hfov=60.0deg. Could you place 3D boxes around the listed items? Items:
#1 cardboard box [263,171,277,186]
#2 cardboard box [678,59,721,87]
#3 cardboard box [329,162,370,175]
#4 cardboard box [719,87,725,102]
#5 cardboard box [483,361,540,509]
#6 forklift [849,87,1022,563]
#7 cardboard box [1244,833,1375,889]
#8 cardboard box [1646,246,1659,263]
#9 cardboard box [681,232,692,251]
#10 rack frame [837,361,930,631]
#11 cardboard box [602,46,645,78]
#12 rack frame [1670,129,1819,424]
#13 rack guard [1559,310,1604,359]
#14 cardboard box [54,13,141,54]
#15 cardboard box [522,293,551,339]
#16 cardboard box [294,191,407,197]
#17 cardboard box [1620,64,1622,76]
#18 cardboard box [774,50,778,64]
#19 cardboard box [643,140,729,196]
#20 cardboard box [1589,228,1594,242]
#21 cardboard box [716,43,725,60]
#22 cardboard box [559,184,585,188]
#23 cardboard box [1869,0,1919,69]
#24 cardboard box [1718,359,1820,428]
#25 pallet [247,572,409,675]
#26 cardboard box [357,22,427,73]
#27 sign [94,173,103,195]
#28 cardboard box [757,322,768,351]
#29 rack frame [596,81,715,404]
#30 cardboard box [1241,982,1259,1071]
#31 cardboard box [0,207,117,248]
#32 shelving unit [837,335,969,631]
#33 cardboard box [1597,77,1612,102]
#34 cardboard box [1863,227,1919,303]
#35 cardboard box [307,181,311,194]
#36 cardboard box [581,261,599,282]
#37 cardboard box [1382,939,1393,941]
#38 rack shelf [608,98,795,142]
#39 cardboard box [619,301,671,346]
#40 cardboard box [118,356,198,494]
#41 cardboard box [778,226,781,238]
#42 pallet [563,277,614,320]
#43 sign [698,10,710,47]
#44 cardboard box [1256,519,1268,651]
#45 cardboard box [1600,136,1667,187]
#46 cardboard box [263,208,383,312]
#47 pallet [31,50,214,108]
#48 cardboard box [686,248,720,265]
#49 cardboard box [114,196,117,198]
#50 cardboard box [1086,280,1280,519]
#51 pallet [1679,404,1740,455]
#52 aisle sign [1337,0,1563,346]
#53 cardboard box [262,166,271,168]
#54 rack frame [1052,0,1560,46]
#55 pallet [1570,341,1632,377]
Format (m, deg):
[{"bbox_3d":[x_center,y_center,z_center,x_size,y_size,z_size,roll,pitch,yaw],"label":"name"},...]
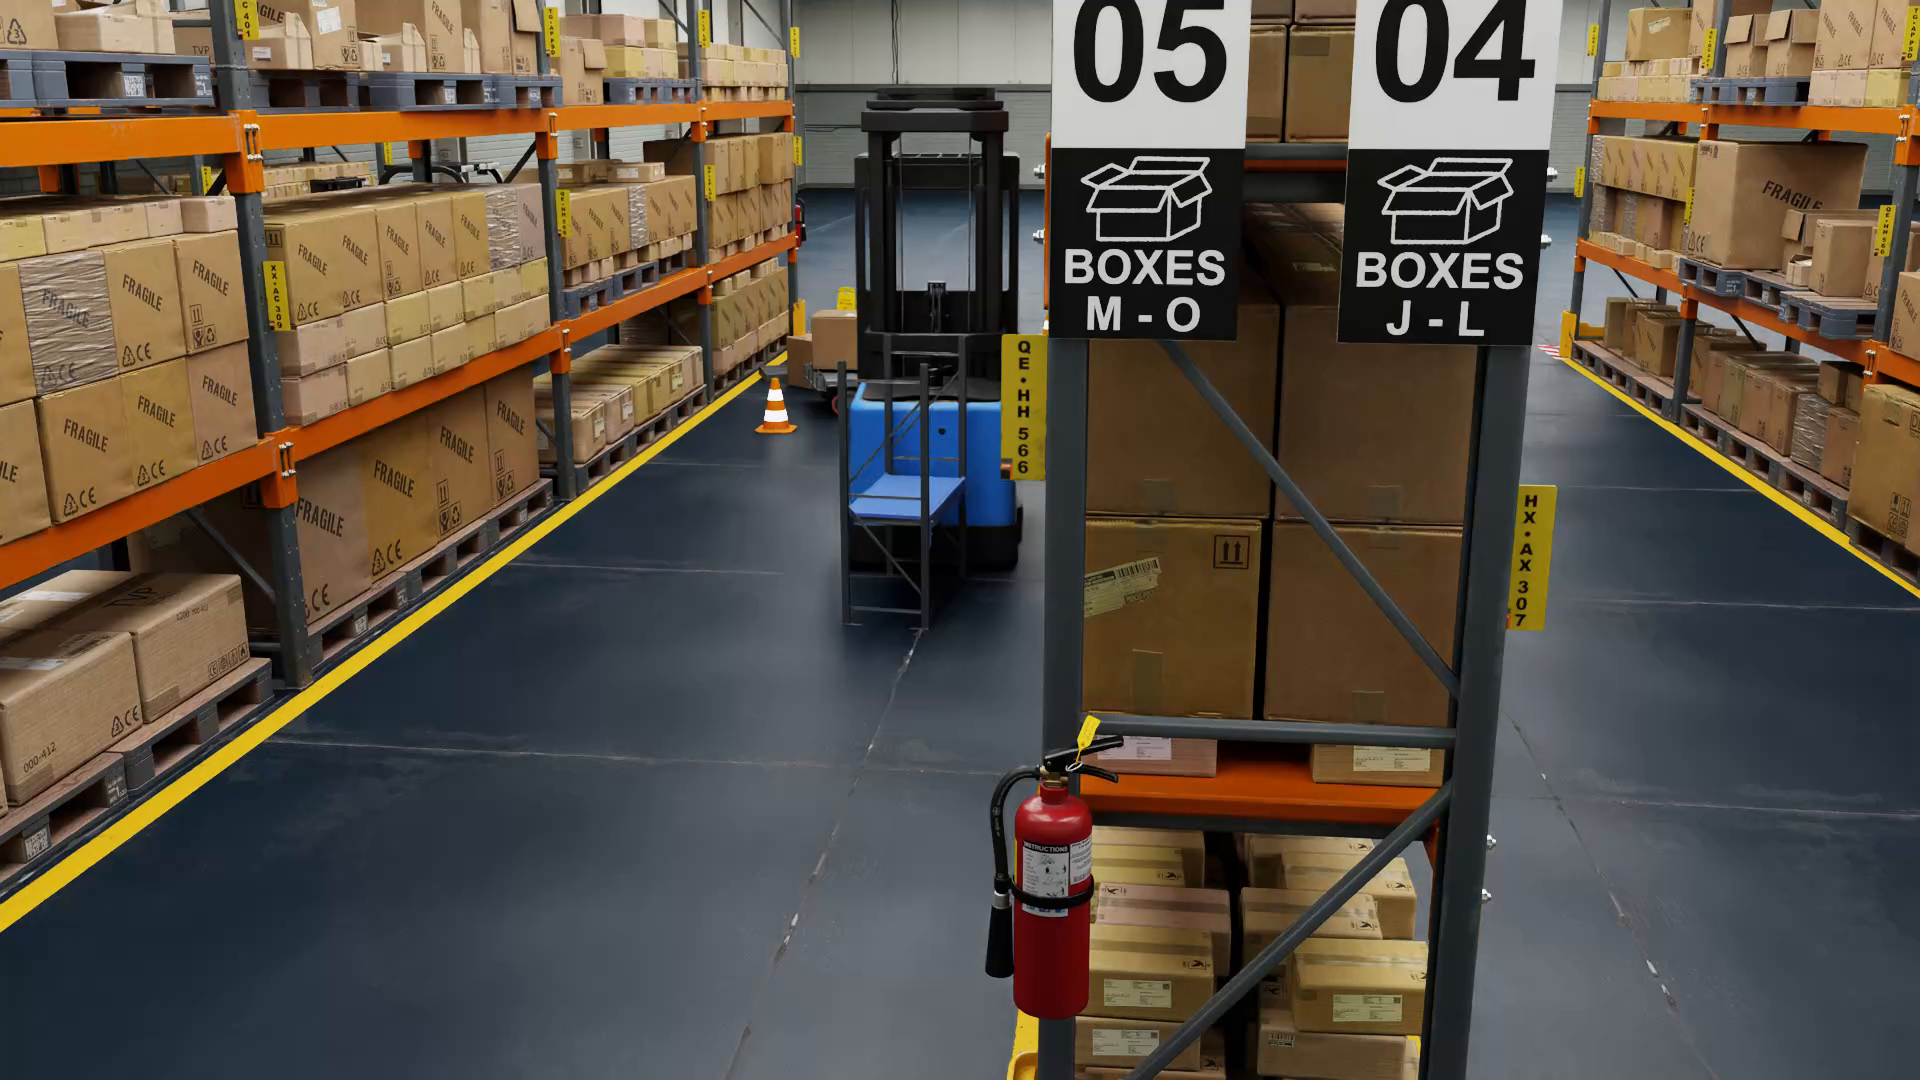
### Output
[{"bbox_3d":[-7.394,-3.783,17.401,0.380,0.149,0.250,1,15,5],"label":"cardboard box"},{"bbox_3d":[-2.564,-4.415,15.714,0.500,0.250,0.500,1,15,5],"label":"cardboard box"},{"bbox_3d":[-7.198,-4.378,19.603,0.380,0.149,0.250,2,15,6],"label":"cardboard box"},{"bbox_3d":[-2.536,-4.388,16.377,0.380,0.149,0.250,2,15,8],"label":"cardboard box"},{"bbox_3d":[-3.497,-0.753,11.465,0.875,0.875,0.875,2,15,6],"label":"cardboard box"},{"bbox_3d":[-0.149,-1.598,11.458,1.130,2.935,3.031,0,15,1],"label":"forklift"},{"bbox_3d":[1.100,0.999,5.238,0.380,0.149,0.250,1,15,4],"label":"cardboard box"},{"bbox_3d":[6.884,-2.764,16.118,0.380,0.149,0.250,2,15,6],"label":"cardboard box"},{"bbox_3d":[-2.669,-2.730,15.187,0.380,0.149,0.250,2,15,7],"label":"cardboard box"},{"bbox_3d":[-0.415,-0.231,9.143,0.500,1.500,0.032,3,15,11],"label":"rack frame"},{"bbox_3d":[-2.928,-3.949,13.756,0.500,0.250,0.500,2,15,7],"label":"cardboard box"},{"bbox_3d":[6.961,-2.498,14.653,1.000,3.000,0.127,2,15,6],"label":"rack frame"},{"bbox_3d":[7.404,-2.309,18.743,1.175,0.500,0.348,2,15,6],"label":"rack guard"},{"bbox_3d":[-3.572,-2.049,6.732,0.380,0.149,0.250,2,15,8],"label":"cardboard box"},{"bbox_3d":[-3.136,-1.541,11.402,0.500,0.250,0.500,1,15,4],"label":"cardboard box"},{"bbox_3d":[-3.756,-1.900,10.335,0.500,0.500,0.500,2,15,8],"label":"cardboard box"},{"bbox_3d":[7.120,-4.905,17.333,0.380,0.149,0.250,1,15,5],"label":"cardboard box"},{"bbox_3d":[-2.246,-5.377,18.507,0.380,0.149,0.250,2,15,7],"label":"cardboard box"},{"bbox_3d":[-2.620,-3.572,15.949,0.700,0.500,0.500,2,15,6],"label":"cardboard box"},{"bbox_3d":[7.143,-3.347,18.275,0.380,0.149,0.250,2,15,6],"label":"cardboard box"},{"bbox_3d":[-2.487,-4.710,16.041,0.380,0.149,0.250,1,15,4],"label":"cardboard box"},{"bbox_3d":[-3.396,-2.680,13.760,0.500,0.500,0.500,1,15,4],"label":"cardboard box"},{"bbox_3d":[6.315,-3.329,10.832,0.500,0.500,0.500,2,15,8],"label":"cardboard box"},{"bbox_3d":[6.798,-1.222,13.880,0.700,0.500,0.500,2,15,6],"label":"cardboard box"},{"bbox_3d":[-3.776,0.429,9.172,1.003,0.211,1.213,2,15,6],"label":"pallet"},{"bbox_3d":[-3.234,-2.764,9.345,0.396,0.266,0.258,3,15,11],"label":"cardboard box"},{"bbox_3d":[-8.370,-3.407,16.205,0.100,0.325,0.005,2,15,6],"label":"sign"},{"bbox_3d":[-2.378,-2.215,18.070,0.500,0.250,0.500,1,15,4],"label":"cardboard box"},{"bbox_3d":[-2.886,-2.790,15.733,1.000,3.000,0.127,2,15,6],"label":"rack frame"},{"bbox_3d":[1.016,1.419,4.825,0.380,0.149,0.250,2,15,6],"label":"cardboard box"},{"bbox_3d":[-3.693,-1.274,6.777,0.380,0.149,0.250,2,15,6],"label":"cardboard box"},{"bbox_3d":[-0.312,-0.361,9.624,0.538,1.500,1.048,3,15,11],"label":"shelving unit"},{"bbox_3d":[7.101,-4.794,17.684,0.500,0.250,0.500,2,15,8],"label":"cardboard box"},{"bbox_3d":[6.531,-1.853,11.271,0.500,0.500,0.500,0,15,-1],"label":"cardboard box"},{"bbox_3d":[-7.248,-3.902,18.413,0.380,0.149,0.250,2,15,7],"label":"cardboard box"},{"bbox_3d":[-2.974,-2.055,12.690,0.380,0.149,0.250,1,15,3],"label":"cardboard box"},{"bbox_3d":[1.168,1.145,5.269,0.380,0.149,0.250,2,15,8],"label":"cardboard box"},{"bbox_3d":[-2.660,-4.409,17.353,1.077,0.370,4.000,2,15,6],"label":"rack shelf"},{"bbox_3d":[-3.085,-2.189,16.536,0.500,0.500,0.500,1,15,5],"label":"cardboard box"},{"bbox_3d":[-3.639,-0.502,7.079,0.500,0.500,0.500,1,15,5],"label":"cardboard box"},{"bbox_3d":[-2.232,-3.468,18.721,0.380,0.149,0.250,1,15,5],"label":"cardboard box"},{"bbox_3d":[-3.362,-1.848,12.616,1.213,0.211,1.003,2,15,6],"label":"pallet"},{"bbox_3d":[-2.334,-4.662,15.165,0.100,0.325,0.005,2,15,6],"label":"sign"},{"bbox_3d":[1.050,0.002,4.645,0.500,0.500,0.500,2,15,6],"label":"cardboard box"},{"bbox_3d":[7.016,-3.946,17.331,0.500,0.500,0.500,2,15,6],"label":"cardboard box"},{"bbox_3d":[-3.423,-1.484,8.798,0.500,0.500,0.500,2,15,6],"label":"cardboard box"},{"bbox_3d":[-3.891,-1.908,6.896,1.003,0.211,1.213,2,15,6],"label":"pallet"},{"bbox_3d":[-2.531,-2.741,16.033,0.380,0.149,0.250,2,15,6],"label":"cardboard box"},{"bbox_3d":[-8.153,-3.144,15.607,0.380,0.149,0.250,1,15,4],"label":"cardboard box"},{"bbox_3d":[0.495,-0.358,4.064,0.500,0.500,0.500,1,15,5],"label":"cardboard box"},{"bbox_3d":[6.875,-0.950,14.270,1.003,0.211,1.213,2,15,6],"label":"pallet"},{"bbox_3d":[0.980,-0.785,3.338,0.394,0.787,0.004,2,15,6],"label":"aisle sign"},{"bbox_3d":[-7.871,-4.063,18.437,0.380,0.149,0.250,1,15,5],"label":"cardboard box"},{"bbox_3d":[0.690,-2.454,2.997,1.000,3.000,0.127,2,15,6],"label":"rack frame"},{"bbox_3d":[7.277,-1.960,18.006,1.003,0.211,1.213,2,15,6],"label":"pallet"}]
